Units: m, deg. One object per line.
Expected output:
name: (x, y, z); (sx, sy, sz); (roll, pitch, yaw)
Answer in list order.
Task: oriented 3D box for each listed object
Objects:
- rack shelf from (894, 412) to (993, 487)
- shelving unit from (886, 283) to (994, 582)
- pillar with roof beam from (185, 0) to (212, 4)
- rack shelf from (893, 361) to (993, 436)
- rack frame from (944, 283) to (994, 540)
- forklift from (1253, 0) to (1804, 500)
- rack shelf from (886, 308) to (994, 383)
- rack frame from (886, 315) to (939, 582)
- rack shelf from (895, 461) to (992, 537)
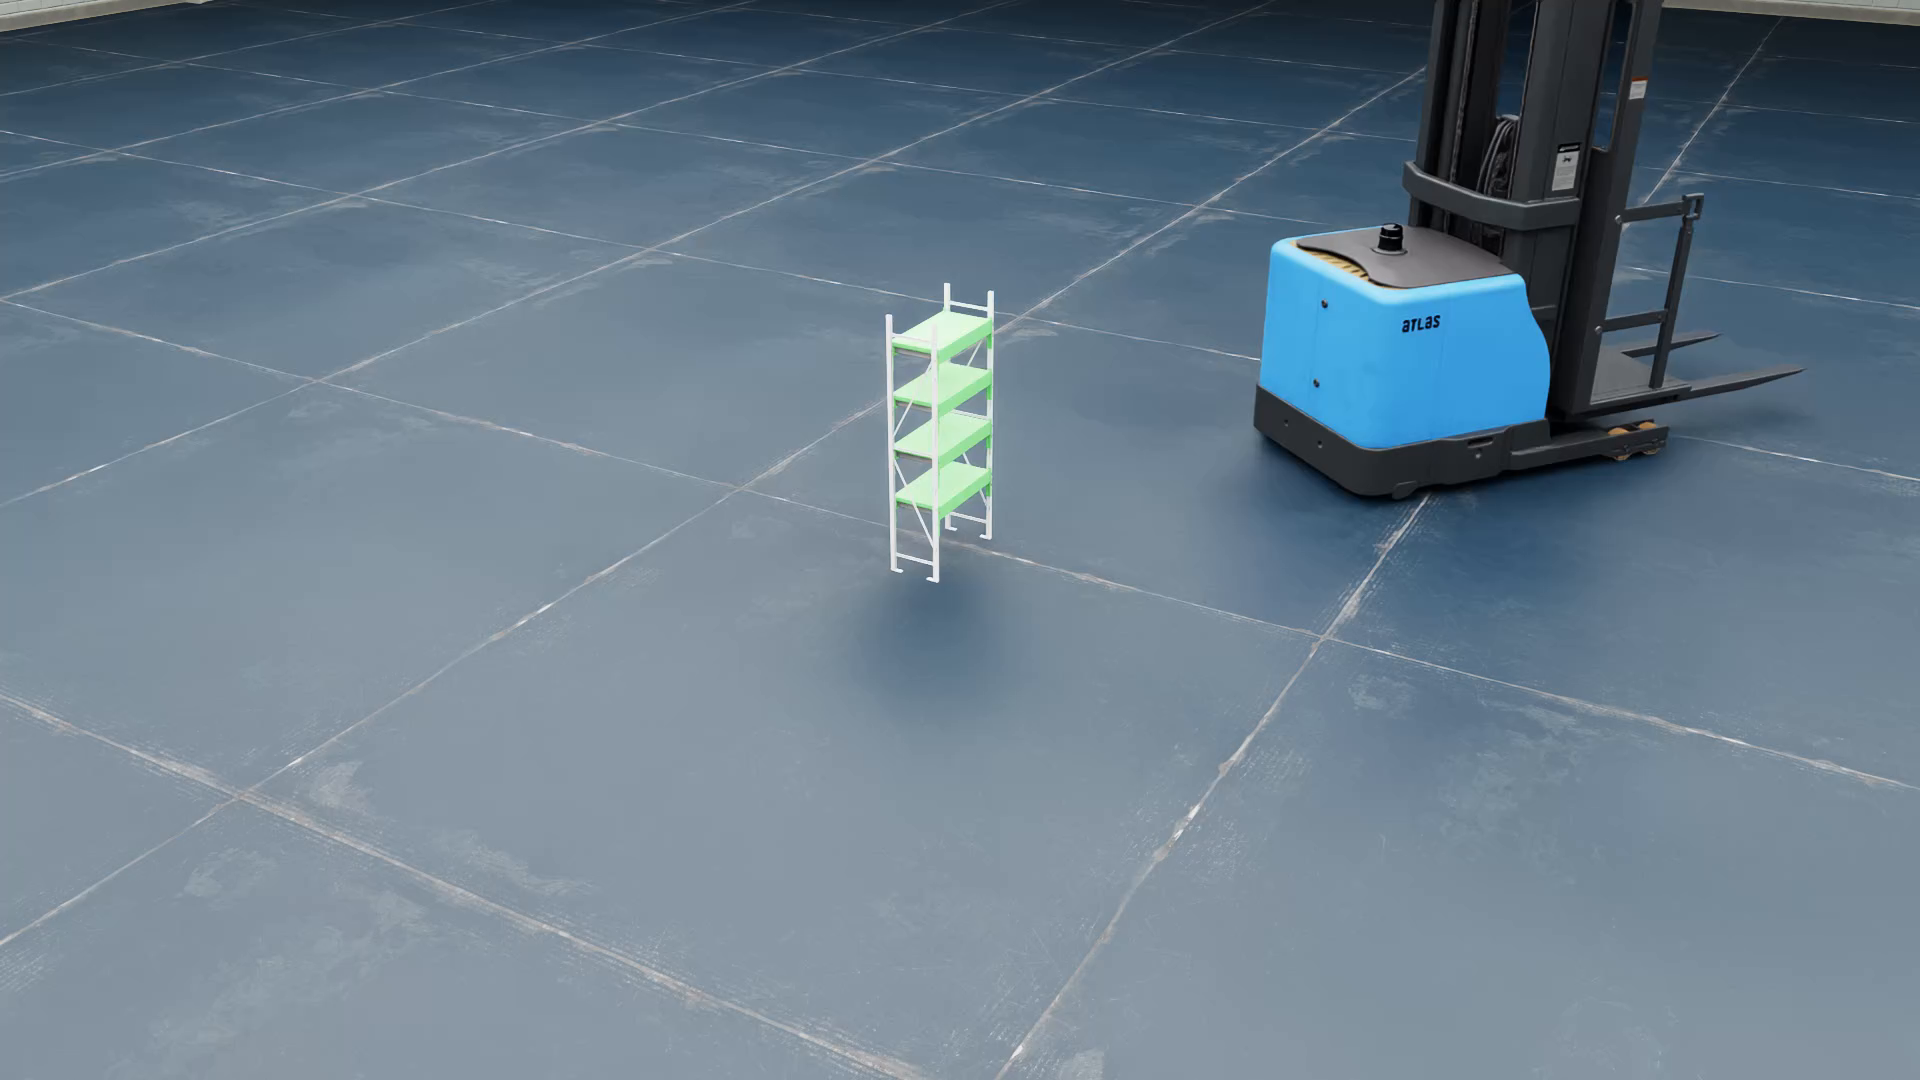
rack shelf: (-0.081, -0.415, 7.381); (0.258, 0.148, 0.480); (14, 30, 26)
shelving unit: (-0.081, -0.472, 7.353); (0.258, 1.200, 0.503); (14, 30, 26)
pillar with roof beam: (-6.251, -10.211, 18.095); (9.100, 9.000, 0.400); (14, 30, 26)
rack shelf: (-0.081, -0.629, 7.274); (0.258, 0.148, 0.480); (14, 30, 26)
rack frame: (0.039, -0.567, 7.543); (0.240, 1.200, 0.015); (14, 30, 26)
forklift: (3.117, -1.925, 8.320); (3.031, 2.935, 1.130); (-11, 29, -20)
rack shelf: (-0.081, -0.844, 7.166); (0.258, 0.148, 0.480); (14, 30, 26)
rack frame: (-0.201, -0.377, 7.163); (0.240, 1.200, 0.015); (14, 30, 26)
rack shelf: (-0.081, -0.200, 7.489); (0.258, 0.148, 0.480); (14, 30, 26)
